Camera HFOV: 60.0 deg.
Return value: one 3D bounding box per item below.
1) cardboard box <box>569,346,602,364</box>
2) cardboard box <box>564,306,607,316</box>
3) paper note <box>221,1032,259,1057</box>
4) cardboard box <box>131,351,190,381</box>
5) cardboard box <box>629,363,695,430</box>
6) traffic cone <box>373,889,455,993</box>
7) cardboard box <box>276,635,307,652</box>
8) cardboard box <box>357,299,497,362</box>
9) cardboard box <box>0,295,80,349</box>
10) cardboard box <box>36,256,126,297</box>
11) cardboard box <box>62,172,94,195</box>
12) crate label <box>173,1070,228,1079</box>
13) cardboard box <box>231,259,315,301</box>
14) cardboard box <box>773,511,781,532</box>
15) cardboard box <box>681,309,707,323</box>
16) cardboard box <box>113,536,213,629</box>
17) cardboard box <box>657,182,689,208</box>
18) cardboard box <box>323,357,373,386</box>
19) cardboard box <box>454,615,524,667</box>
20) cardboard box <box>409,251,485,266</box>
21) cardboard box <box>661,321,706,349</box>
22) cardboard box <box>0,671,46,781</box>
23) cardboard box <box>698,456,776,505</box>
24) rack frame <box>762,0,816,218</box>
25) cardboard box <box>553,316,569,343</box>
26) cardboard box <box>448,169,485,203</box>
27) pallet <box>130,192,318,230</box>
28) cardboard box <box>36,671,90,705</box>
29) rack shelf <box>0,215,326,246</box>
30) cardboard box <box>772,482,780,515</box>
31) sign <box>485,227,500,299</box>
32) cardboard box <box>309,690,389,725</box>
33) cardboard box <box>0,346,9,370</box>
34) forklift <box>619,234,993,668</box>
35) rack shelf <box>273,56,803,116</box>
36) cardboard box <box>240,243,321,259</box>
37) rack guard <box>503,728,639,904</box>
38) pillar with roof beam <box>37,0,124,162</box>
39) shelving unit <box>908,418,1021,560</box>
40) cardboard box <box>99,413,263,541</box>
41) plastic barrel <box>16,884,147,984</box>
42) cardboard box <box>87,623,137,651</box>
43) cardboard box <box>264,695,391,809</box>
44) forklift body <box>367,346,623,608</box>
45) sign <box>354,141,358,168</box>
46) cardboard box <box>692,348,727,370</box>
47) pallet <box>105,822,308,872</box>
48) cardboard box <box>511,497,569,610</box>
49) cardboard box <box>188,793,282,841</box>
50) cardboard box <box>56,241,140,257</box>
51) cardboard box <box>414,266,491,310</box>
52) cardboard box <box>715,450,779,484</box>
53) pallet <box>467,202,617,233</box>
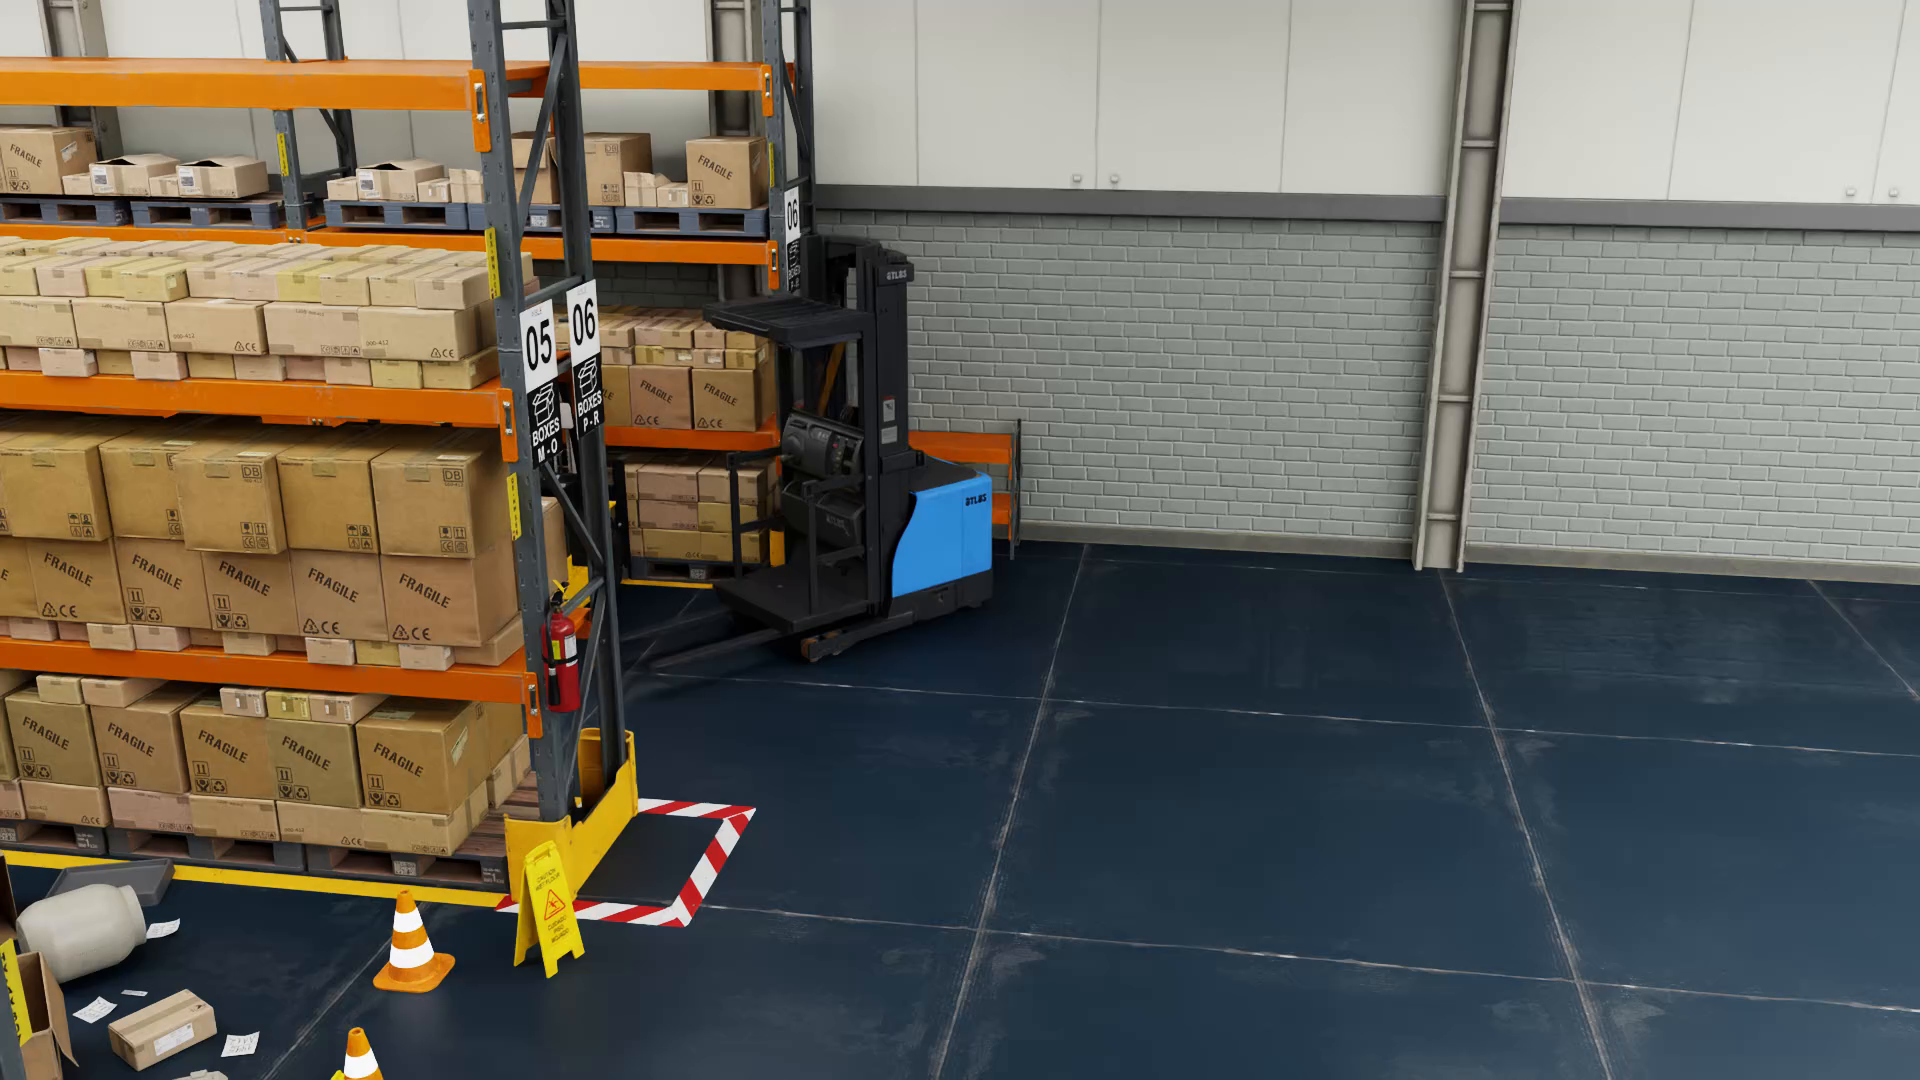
[{"bbox_3d":[-2.975,-1.535,13.483,0.250,0.149,0.380,3,19,9],"label":"cardboard box"},{"bbox_3d":[-3.138,-1.860,13.986,0.250,0.149,0.380,3,19,9],"label":"cardboard box"},{"bbox_3d":[-3.351,2.346,7.743,0.142,0.019,0.148,-3,19,-10],"label":"paper note"},{"bbox_3d":[-4.022,-0.935,8.539,0.250,0.149,0.380,3,19,8],"label":"cardboard box"},{"bbox_3d":[-2.356,-1.212,13.541,0.500,0.500,0.500,4,19,10],"label":"cardboard box"},{"bbox_3d":[-2.731,1.948,8.253,0.334,0.463,0.336,3,19,9],"label":"traffic cone"},{"bbox_3d":[-3.512,0.471,9.063,0.250,0.149,0.380,3,19,9],"label":"cardboard box"},{"bbox_3d":[-2.650,-1.072,8.319,0.500,0.250,0.500,3,19,8],"label":"cardboard box"},{"bbox_3d":[-4.657,-1.172,8.617,0.500,0.250,0.500,3,19,9],"label":"cardboard box"},{"bbox_3d":[-4.497,-1.354,8.535,0.250,0.149,0.380,3,19,8],"label":"cardboard box"},{"bbox_3d":[-7.163,-2.944,13.722,0.250,0.149,0.380,3,19,8],"label":"cardboard box"},{"bbox_3d":[-3.357,2.447,7.275,0.298,0.136,0.250,-7,20,-20],"label":"crate label"},{"bbox_3d":[-3.468,-1.320,8.432,0.250,0.149,0.380,3,19,9],"label":"cardboard box"},{"bbox_3d":[-1.772,-0.174,14.269,0.500,0.250,0.500,3,19,9],"label":"cardboard box"},{"bbox_3d":[-2.132,-1.806,13.824,0.250,0.149,0.380,3,19,10],"label":"cardboard box"},{"bbox_3d":[-4.166,0.148,9.007,0.500,0.500,0.500,3,19,9],"label":"cardboard box"},{"bbox_3d":[-2.184,-2.690,12.964,0.250,0.149,0.380,2,19,7],"label":"cardboard box"},{"bbox_3d":[-3.006,-0.898,8.428,0.250,0.149,0.380,3,19,10],"label":"cardboard box"},{"bbox_3d":[-2.505,0.529,8.890,0.250,0.149,0.380,4,19,10],"label":"cardboard box"},{"bbox_3d":[-2.671,-1.409,8.699,0.250,0.149,0.380,3,19,8],"label":"cardboard box"},{"bbox_3d":[-2.216,-1.649,13.355,0.250,0.149,0.380,3,19,10],"label":"cardboard box"},{"bbox_3d":[-5.511,1.024,9.505,0.500,0.500,0.500,4,19,11],"label":"cardboard box"},{"bbox_3d":[-1.822,-0.488,13.630,0.500,0.250,0.500,4,19,10],"label":"cardboard box"},{"bbox_3d":[-1.318,-4.038,12.690,0.127,3.000,1.000,3,19,9],"label":"rack frame"},{"bbox_3d":[-3.220,-1.717,13.558,0.250,0.149,0.380,3,19,9],"label":"cardboard box"},{"bbox_3d":[-3.850,-2.830,13.199,0.258,0.266,0.396,2,19,7],"label":"cardboard box"},{"bbox_3d":[-6.140,-2.767,13.919,1.217,0.209,0.805,2,19,6],"label":"pallet"},{"bbox_3d":[-4.890,0.767,9.251,0.250,0.149,0.380,4,19,11],"label":"cardboard box"},{"bbox_3d":[-7.242,-2.577,14.183,4.000,0.370,1.077,3,19,9],"label":"rack shelf"},{"bbox_3d":[-1.749,-0.414,14.198,0.500,0.250,0.500,3,19,10],"label":"cardboard box"},{"bbox_3d":[-2.209,-1.308,7.861,0.005,0.325,0.100,3,19,9],"label":"sign"},{"bbox_3d":[-3.307,0.847,9.010,0.250,0.149,0.380,3,19,10],"label":"cardboard box"},{"bbox_3d":[-5.029,-1.017,8.783,0.250,0.149,0.380,3,19,10],"label":"cardboard box"},{"bbox_3d":[-1.184,-0.690,12.246,3.031,2.935,1.130,-15,24,-38],"label":"forklift"},{"bbox_3d":[-3.293,-3.608,13.169,4.000,0.370,1.077,3,19,9],"label":"rack shelf"},{"bbox_3d":[-3.649,-1.498,8.965,0.250,0.149,0.380,3,19,10],"label":"cardboard box"},{"bbox_3d":[-2.177,1.544,9.402,0.348,0.500,1.175,3,19,9],"label":"rack guard"},{"bbox_3d":[-8.469,-3.309,10.510,0.400,9.000,9.100,3,19,9],"label":"pillar with roof beam"},{"bbox_3d":[-0.023,-0.465,14.420,1.048,1.125,0.538,3,19,8],"label":"shelving unit"},{"bbox_3d":[-4.129,-0.348,8.913,0.500,0.500,0.700,3,19,8],"label":"cardboard box"},{"bbox_3d":[-4.381,1.954,8.296,0.512,0.421,0.421,-15,24,-38],"label":"plastic barrel"},{"bbox_3d":[-4.529,0.463,9.086,0.250,0.149,0.380,3,19,9],"label":"cardboard box"},{"bbox_3d":[-3.450,1.127,9.196,0.500,0.500,0.500,4,19,11],"label":"cardboard box"},{"bbox_3d":[-3.480,-0.315,12.354,1.214,2.155,2.313,3,19,9],"label":"forklift body"},{"bbox_3d":[-5.181,-3.274,14.193,0.005,0.325,0.100,3,19,9],"label":"sign"},{"bbox_3d":[-1.962,-1.482,13.324,0.250,0.149,0.380,3,19,10],"label":"cardboard box"},{"bbox_3d":[-4.174,1.566,9.789,1.213,0.211,1.003,3,19,9],"label":"pallet"},{"bbox_3d":[-2.525,0.063,9.262,0.500,0.500,0.500,3,19,8],"label":"cardboard box"},{"bbox_3d":[-3.970,1.457,9.392,0.500,0.250,0.500,2,19,7],"label":"cardboard box"},{"bbox_3d":[-4.672,-1.526,9.047,0.250,0.149,0.380,3,19,8],"label":"cardboard box"},{"bbox_3d":[-2.482,-1.244,8.206,0.250,0.149,0.380,3,19,9],"label":"cardboard box"},{"bbox_3d":[-1.762,-0.646,14.103,0.500,0.250,0.500,3,19,8],"label":"cardboard box"},{"bbox_3d":[-3.220,-2.678,13.492,1.213,0.211,1.003,3,19,9],"label":"pallet"}]
